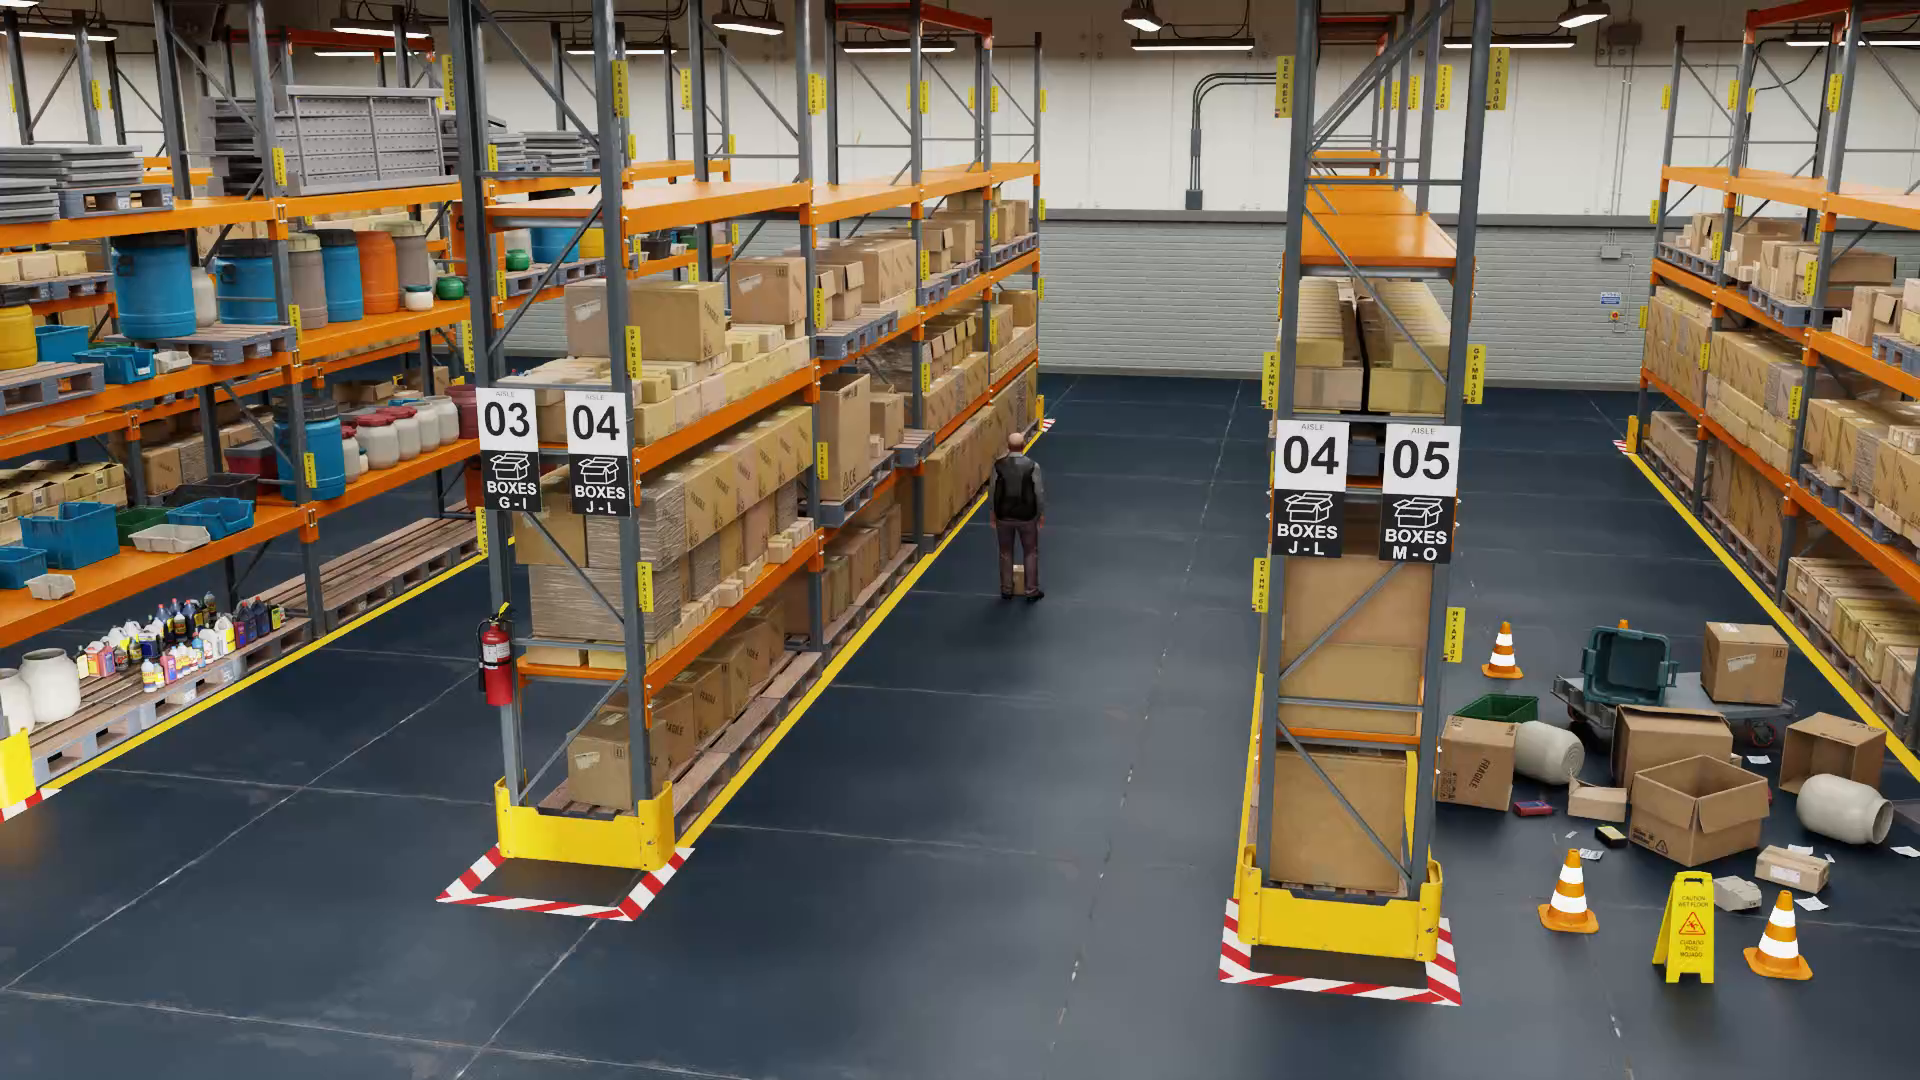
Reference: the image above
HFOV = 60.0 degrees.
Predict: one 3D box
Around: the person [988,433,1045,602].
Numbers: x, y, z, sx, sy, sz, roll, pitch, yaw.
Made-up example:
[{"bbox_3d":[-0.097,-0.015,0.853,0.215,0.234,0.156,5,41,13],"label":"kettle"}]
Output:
[{"bbox_3d":[0.577,-0.232,16.954,0.583,1.721,0.461,3,15,11],"label":"person"}]
